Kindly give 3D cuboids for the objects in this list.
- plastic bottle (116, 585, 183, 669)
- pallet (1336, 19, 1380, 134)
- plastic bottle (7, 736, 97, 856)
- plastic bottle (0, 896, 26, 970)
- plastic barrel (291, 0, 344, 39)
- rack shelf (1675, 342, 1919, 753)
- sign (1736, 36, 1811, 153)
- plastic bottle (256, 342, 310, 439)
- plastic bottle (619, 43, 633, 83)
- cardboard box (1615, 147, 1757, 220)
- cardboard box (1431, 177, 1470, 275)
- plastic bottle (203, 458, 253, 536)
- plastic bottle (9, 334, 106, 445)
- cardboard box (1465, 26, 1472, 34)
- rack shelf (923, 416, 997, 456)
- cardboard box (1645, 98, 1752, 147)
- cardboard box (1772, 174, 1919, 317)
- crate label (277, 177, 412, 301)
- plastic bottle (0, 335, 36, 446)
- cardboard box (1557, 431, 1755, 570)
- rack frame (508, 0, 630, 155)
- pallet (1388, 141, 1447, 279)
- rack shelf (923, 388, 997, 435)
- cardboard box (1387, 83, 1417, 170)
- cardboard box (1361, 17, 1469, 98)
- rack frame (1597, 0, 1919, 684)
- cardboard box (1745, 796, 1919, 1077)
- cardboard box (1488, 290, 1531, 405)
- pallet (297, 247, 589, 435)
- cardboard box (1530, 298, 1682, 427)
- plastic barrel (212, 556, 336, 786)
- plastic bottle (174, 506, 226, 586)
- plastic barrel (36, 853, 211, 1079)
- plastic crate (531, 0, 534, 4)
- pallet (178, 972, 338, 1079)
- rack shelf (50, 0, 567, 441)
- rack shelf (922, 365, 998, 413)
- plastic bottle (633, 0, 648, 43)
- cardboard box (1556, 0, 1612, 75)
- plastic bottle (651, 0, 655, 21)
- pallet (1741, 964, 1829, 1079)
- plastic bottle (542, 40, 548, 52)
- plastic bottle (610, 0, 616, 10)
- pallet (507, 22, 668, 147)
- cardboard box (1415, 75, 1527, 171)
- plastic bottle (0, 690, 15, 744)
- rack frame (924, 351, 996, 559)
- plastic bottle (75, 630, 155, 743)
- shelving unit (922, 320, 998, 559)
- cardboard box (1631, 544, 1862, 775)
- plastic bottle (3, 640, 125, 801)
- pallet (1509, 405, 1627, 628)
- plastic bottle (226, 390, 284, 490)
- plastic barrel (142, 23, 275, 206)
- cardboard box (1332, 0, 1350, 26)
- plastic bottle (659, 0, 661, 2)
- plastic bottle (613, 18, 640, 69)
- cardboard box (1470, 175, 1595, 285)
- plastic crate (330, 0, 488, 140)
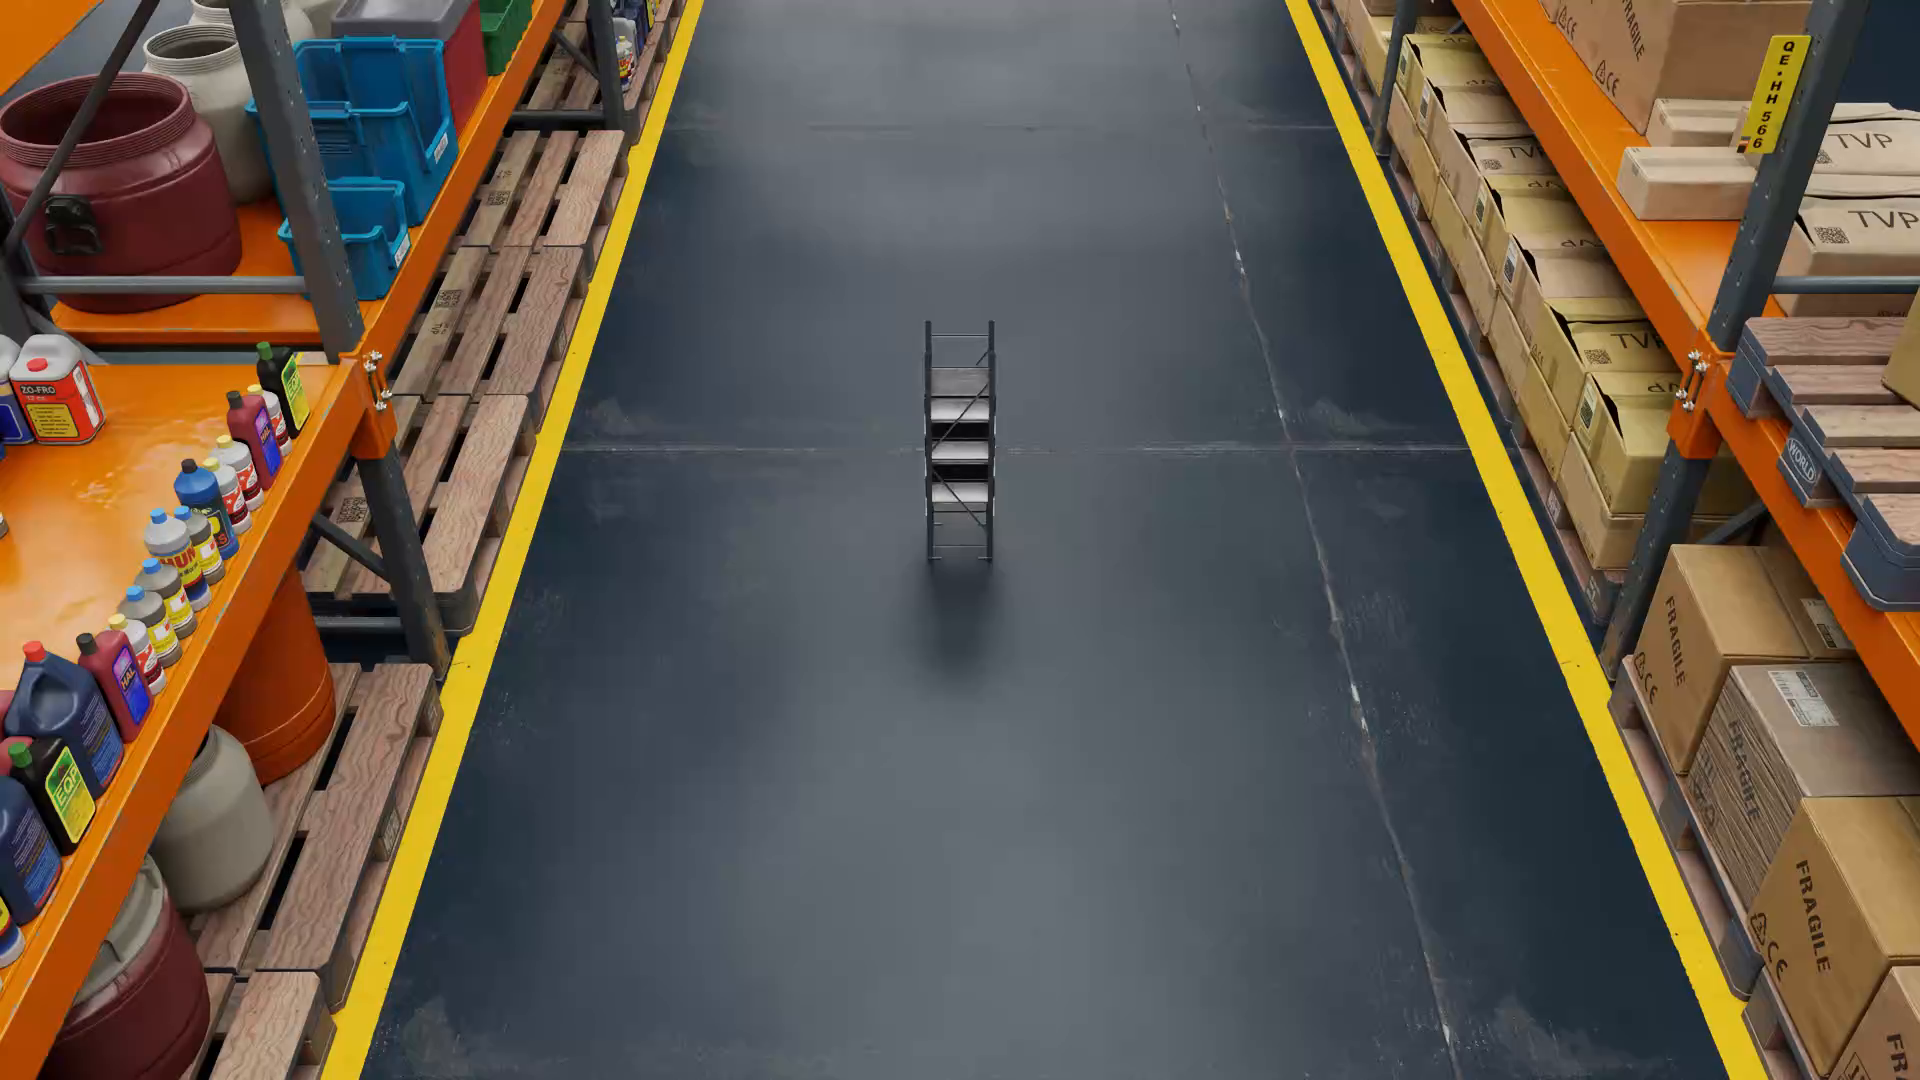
[{"bbox_3d":[-1.844,0.190,3.773,0.097,0.201,0.097,0,39,0],"label":"plastic bottle"},{"bbox_3d":[2.736,-2.633,9.367,1.003,0.211,1.213,0,39,0],"label":"pallet"},{"bbox_3d":[-1.825,0.491,3.333,0.061,0.283,0.133,0,39,0],"label":"plastic bottle"},{"bbox_3d":[-1.843,0.683,3.102,0.097,0.271,0.097,0,39,0],"label":"plastic bottle"},{"bbox_3d":[-2.475,-1.948,6.174,0.433,0.535,0.433,0,39,0],"label":"plastic barrel"},{"bbox_3d":[2.702,0.809,3.417,1.077,0.370,4.000,0,39,0],"label":"rack shelf"},{"bbox_3d":[2.145,-1.172,4.388,0.100,0.325,0.005,0,39,0],"label":"sign"},{"bbox_3d":[-1.826,-0.423,4.473,0.061,0.283,0.133,0,39,0],"label":"plastic bottle"},{"bbox_3d":[-1.820,-2.566,8.939,0.097,0.201,0.097,0,39,0],"label":"plastic bottle"},{"bbox_3d":[2.423,-1.187,5.533,0.380,0.149,0.250,0,39,0],"label":"cardboard box"},{"bbox_3d":[2.451,-1.419,7.485,0.500,0.250,0.500,-1,39,-1],"label":"cardboard box"},{"bbox_3d":[-1.844,-0.114,4.152,0.097,0.201,0.097,0,39,0],"label":"plastic bottle"},{"bbox_3d":[-2.424,-0.402,4.453,0.152,0.276,0.135,0,39,0],"label":"plastic bottle"},{"bbox_3d":[2.998,-2.605,8.965,0.500,0.250,0.500,0,39,0],"label":"cardboard box"},{"bbox_3d":[0.000,-0.390,5.927,0.258,0.077,0.200,0,39,0],"label":"rack shelf"},{"bbox_3d":[2.642,-1.422,5.827,0.380,0.149,0.250,3,39,3],"label":"cardboard box"},{"bbox_3d":[2.743,-0.915,5.065,0.500,0.311,0.500,2,39,3],"label":"cardboard box"},{"bbox_3d":[-1.879,-0.920,5.133,0.303,0.233,0.416,0,39,0],"label":"crate label"},{"bbox_3d":[-2.576,-0.402,4.452,0.152,0.276,0.135,0,39,0],"label":"plastic bottle"},{"bbox_3d":[2.455,-0.142,5.892,0.500,0.250,0.500,1,39,1],"label":"cardboard box"},{"bbox_3d":[-2.258,-3.223,7.873,1.000,3.000,0.127,0,39,0],"label":"rack frame"},{"bbox_3d":[2.735,-1.675,8.172,1.003,0.211,1.213,0,39,0],"label":"pallet"},{"bbox_3d":[0.000,-0.461,5.871,0.258,0.077,0.200,0,39,0],"label":"rack shelf"},{"bbox_3d":[2.448,-2.063,8.288,0.500,0.250,0.500,-1,39,-1],"label":"cardboard box"},{"bbox_3d":[2.476,-2.605,8.965,0.500,0.250,0.500,0,39,0],"label":"cardboard box"},{"bbox_3d":[2.700,-0.723,4.753,1.000,3.000,0.127,0,39,0],"label":"rack frame"},{"bbox_3d":[2.416,1.007,4.242,0.500,0.500,0.500,-1,39,-1],"label":"cardboard box"},{"bbox_3d":[2.454,-0.779,6.687,0.500,0.250,0.500,1,39,1],"label":"cardboard box"},{"bbox_3d":[-2.214,-0.879,7.178,1.003,0.211,1.213,0,39,0],"label":"pallet"},{"bbox_3d":[2.446,-0.685,6.120,0.500,0.311,0.500,-1,39,-1],"label":"cardboard box"},{"bbox_3d":[-2.236,0.267,4.917,0.600,0.830,0.708,0,39,0],"label":"plastic barrel"},{"bbox_3d":[-1.844,0.008,4.000,0.097,0.201,0.097,0,39,0],"label":"plastic bottle"},{"bbox_3d":[-2.235,1.068,4.111,0.600,0.588,0.708,0,39,0],"label":"plastic barrel"},{"bbox_3d":[-1.946,-2.527,7.017,0.392,0.384,0.575,0,39,0],"label":"plastic crate"},{"bbox_3d":[-2.212,1.621,4.059,1.003,0.211,1.213,0,39,0],"label":"pallet"},{"bbox_3d":[-2.256,-1.691,6.537,1.077,0.370,4.000,0,39,0],"label":"rack shelf"},{"bbox_3d":[0.000,-0.531,5.814,0.258,0.077,0.200,0,39,0],"label":"rack shelf"},{"bbox_3d":[-1.844,-2.984,9.341,0.144,0.351,0.185,-2,39,-2],"label":"plastic bottle"},{"bbox_3d":[2.681,-2.140,6.442,0.500,0.500,0.500,0,39,0],"label":"cardboard box"},{"bbox_3d":[-1.821,-3.103,9.609,0.097,0.201,0.097,0,39,0],"label":"plastic bottle"},{"bbox_3d":[2.661,1.593,4.093,1.003,0.211,1.213,0,39,0],"label":"pallet"},{"bbox_3d":[-2.399,-2.870,9.259,0.152,0.276,0.135,0,39,0],"label":"plastic bottle"},{"bbox_3d":[-1.965,-2.926,9.332,0.097,0.271,0.097,0,39,0],"label":"plastic bottle"},{"bbox_3d":[-2.217,-2.555,9.269,1.003,0.211,1.213,0,39,0],"label":"pallet"},{"bbox_3d":[2.442,-1.962,7.714,0.500,0.311,0.500,0,39,-1],"label":"cardboard box"},{"bbox_3d":[-1.969,0.407,3.437,0.061,0.283,0.133,0,39,0],"label":"plastic bottle"},{"bbox_3d":[0.000,-0.282,5.883,0.240,0.900,0.006,0,39,0],"label":"rack frame"},{"bbox_3d":[-1.825,0.291,3.581,0.061,0.283,0.133,0,39,0],"label":"plastic bottle"},{"bbox_3d":[0.000,-0.346,5.962,0.258,0.900,0.210,0,39,0],"label":"shelving unit"},{"bbox_3d":[2.415,0.366,5.042,0.500,0.500,0.500,2,39,2],"label":"cardboard box"},{"bbox_3d":[-1.867,0.365,3.436,0.144,0.351,0.185,0,39,0],"label":"plastic bottle"},{"bbox_3d":[2.738,-0.149,6.268,1.003,0.211,1.213,0,39,0],"label":"pallet"},{"bbox_3d":[-1.826,-0.279,4.293,0.061,0.283,0.133,0,39,0],"label":"plastic bottle"},{"bbox_3d":[-2.468,-1.408,5.519,0.421,0.512,0.421,0,39,0],"label":"plastic barrel"},{"bbox_3d":[2.470,-3.230,9.745,0.500,0.250,0.500,0,39,0],"label":"cardboard box"},{"bbox_3d":[-1.845,-3.366,9.818,0.144,0.351,0.185,1,39,2],"label":"plastic bottle"},{"bbox_3d":[-1.848,-2.733,9.088,0.152,0.276,0.135,1,39,2],"label":"plastic bottle"},{"bbox_3d":[2.450,-1.314,6.905,0.500,0.311,0.500,1,39,1],"label":"cardboard box"},{"bbox_3d":[-1.949,-1.757,5.993,0.402,0.464,0.583,0,39,0],"label":"plastic crate"}]
